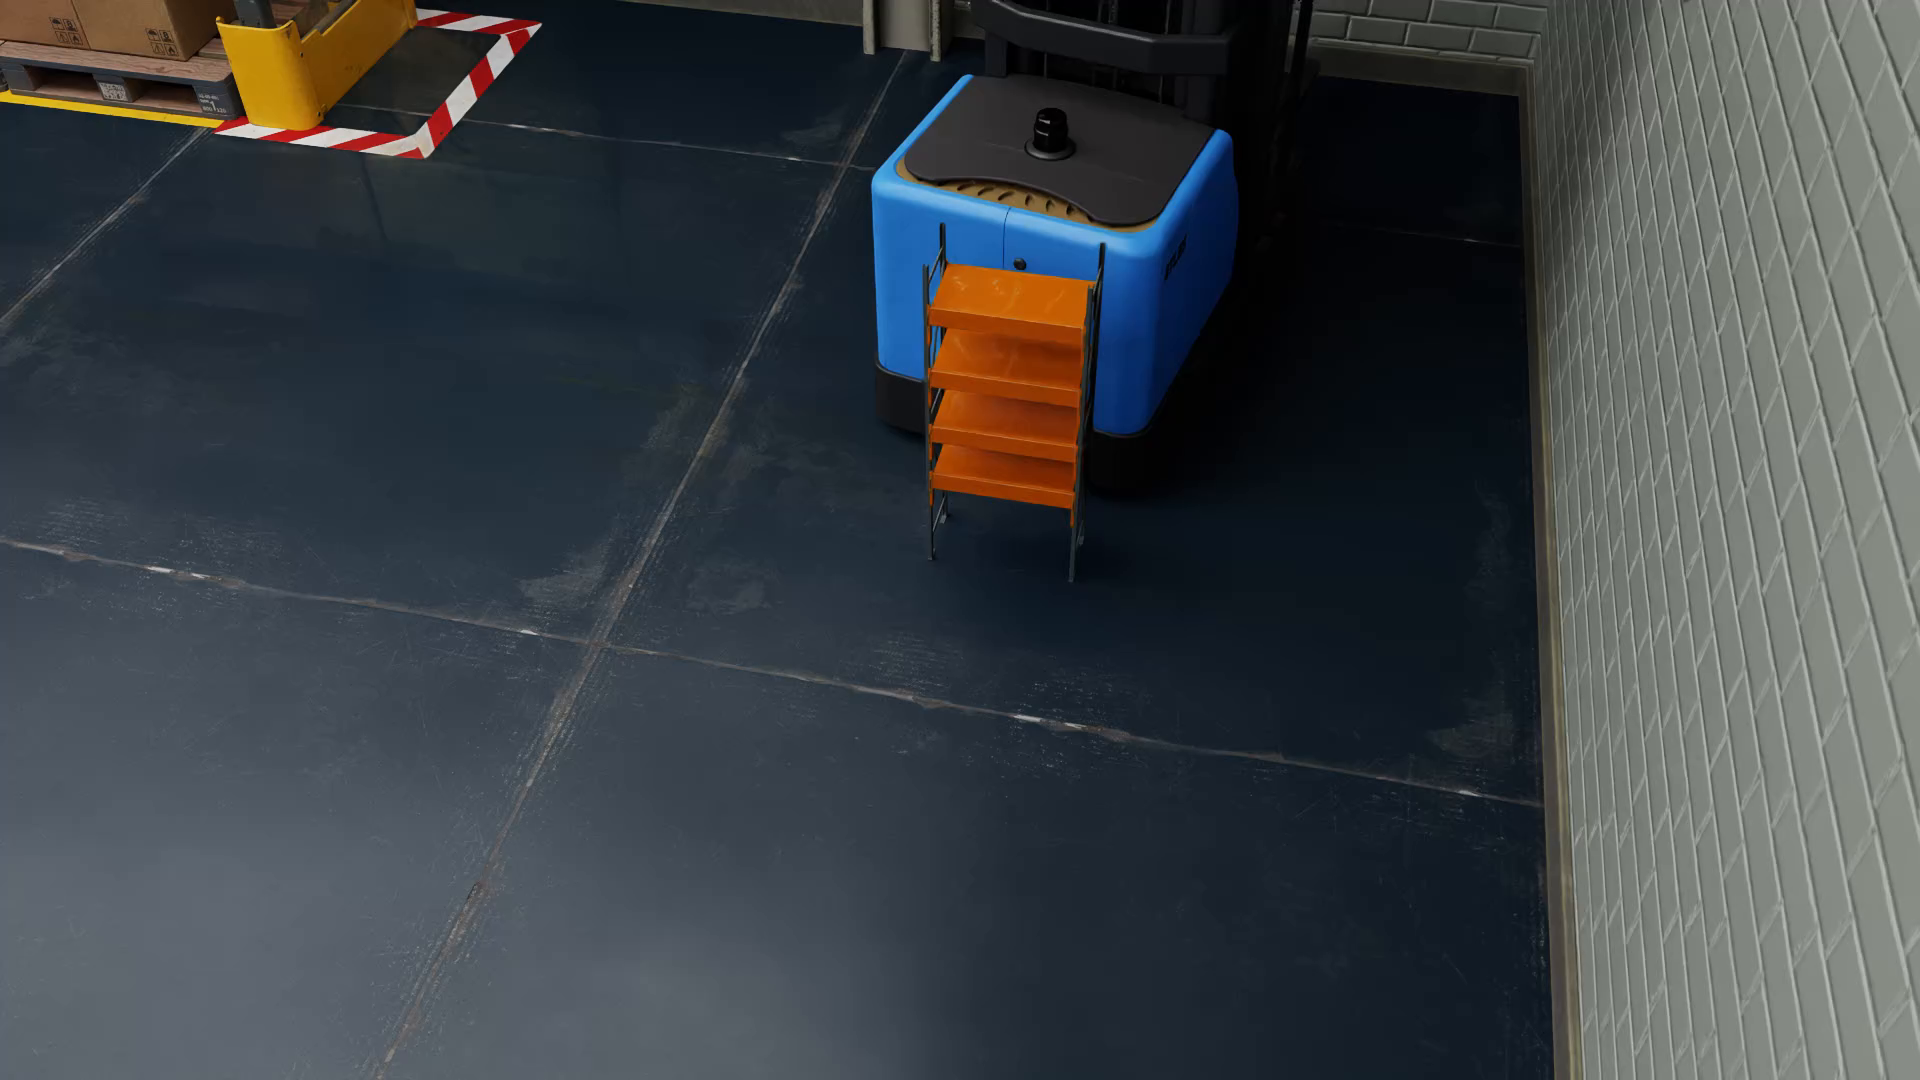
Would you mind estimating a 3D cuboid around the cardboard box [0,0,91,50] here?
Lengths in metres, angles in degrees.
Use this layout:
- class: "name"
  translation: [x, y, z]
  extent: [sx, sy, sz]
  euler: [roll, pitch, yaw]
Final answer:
- class: "cardboard box"
  translation: [-4.269, -2.762, 7.956]
  extent: [0.500, 0.500, 0.700]
  euler: [9, 45, 9]

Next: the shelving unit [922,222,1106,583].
- class: "shelving unit"
  translation: [0.162, -0.407, 5.308]
  extent: [0.503, 1.200, 0.258]
  euler: [9, 45, 9]

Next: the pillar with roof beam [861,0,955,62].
- class: "pillar with roof beam"
  translation: [-1.192, -2.821, 2.192]
  extent: [0.400, 9.000, 9.100]
  euler: [9, 45, 9]

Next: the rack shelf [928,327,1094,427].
- class: "rack shelf"
  translation: [0.162, -0.520, 5.199]
  extent: [0.480, 0.148, 0.258]
  euler: [9, 45, 9]

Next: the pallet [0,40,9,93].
- class: "pallet"
  translation: [-5.060, -2.646, 8.347]
  extent: [1.213, 0.211, 1.003]
  euler: [9, 45, 9]

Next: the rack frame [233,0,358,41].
- class: "rack frame"
  translation: [-3.076, -3.397, 7.116]
  extent: [0.127, 3.000, 1.000]
  euler: [9, 45, 9]

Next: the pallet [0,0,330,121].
- class: "pallet"
  translation: [-3.873, -2.460, 8.154]
  extent: [1.213, 0.211, 1.003]
  euler: [9, 45, 9]

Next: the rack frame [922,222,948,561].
- class: "rack frame"
  translation: [-0.077, -0.444, 5.346]
  extent: [0.015, 1.200, 0.240]
  euler: [9, 45, 9]

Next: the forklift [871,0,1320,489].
- class: "forklift"
  translation: [0.753, -2.264, 5.988]
  extent: [1.130, 2.935, 3.031]
  euler: [17, 46, 17]

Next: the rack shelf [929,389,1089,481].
- class: "rack shelf"
  translation: [0.162, -0.359, 5.355]
  extent: [0.480, 0.148, 0.258]
  euler: [9, 45, 9]

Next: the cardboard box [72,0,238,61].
- class: "cardboard box"
  translation: [-3.781, -2.686, 7.877]
  extent: [0.500, 0.500, 0.700]
  euler: [9, 45, 9]

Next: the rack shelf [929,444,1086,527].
- class: "rack shelf"
  translation: [0.162, -0.216, 5.492]
  extent: [0.480, 0.148, 0.258]
  euler: [9, 45, 9]

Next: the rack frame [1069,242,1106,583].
- class: "rack frame"
  translation: [0.400, -0.370, 5.269]
  extent: [0.015, 1.200, 0.240]
  euler: [9, 45, 9]

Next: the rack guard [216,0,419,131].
- class: "rack guard"
  translation: [-3.052, -2.493, 7.979]
  extent: [0.348, 0.500, 1.175]
  euler: [9, 45, 9]

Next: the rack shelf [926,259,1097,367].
- class: "rack shelf"
  translation: [0.162, -0.690, 5.035]
  extent: [0.480, 0.148, 0.258]
  euler: [9, 45, 9]
